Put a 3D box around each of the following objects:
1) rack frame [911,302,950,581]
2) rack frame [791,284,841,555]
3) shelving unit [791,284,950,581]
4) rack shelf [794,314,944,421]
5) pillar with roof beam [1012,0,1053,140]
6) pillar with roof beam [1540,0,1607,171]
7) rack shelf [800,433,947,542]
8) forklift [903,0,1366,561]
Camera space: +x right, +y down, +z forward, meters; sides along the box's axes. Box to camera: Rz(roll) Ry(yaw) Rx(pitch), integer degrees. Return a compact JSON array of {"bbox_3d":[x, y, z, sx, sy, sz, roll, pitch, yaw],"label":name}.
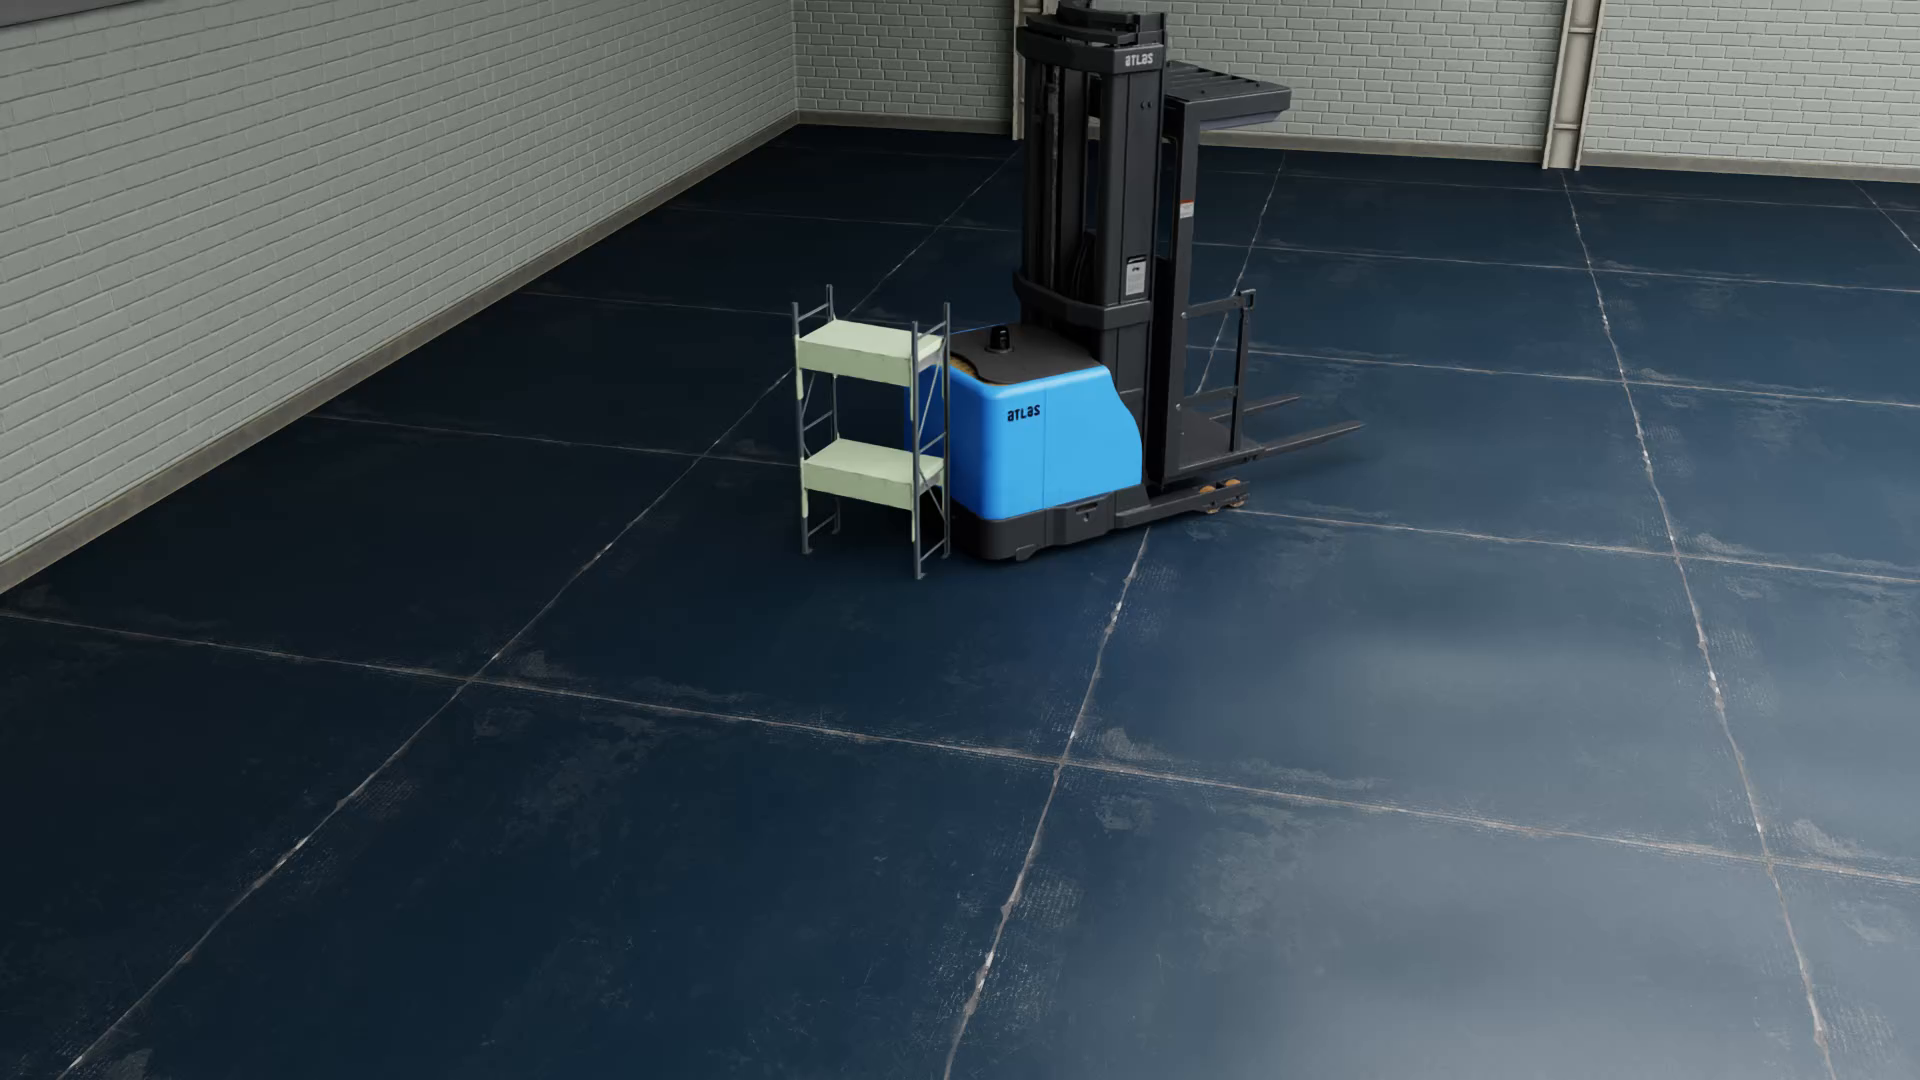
[{"bbox_3d":[-0.155,-0.527,9.112,0.023,1.500,0.400,12,28,24],"label":"rack frame"},{"bbox_3d":[-0.809,-0.668,9.409,0.023,1.500,0.400,12,28,24],"label":"rack frame"},{"bbox_3d":[-0.482,-0.598,9.261,0.755,1.500,0.431,12,28,24],"label":"shelving unit"},{"bbox_3d":[-0.482,-0.950,9.093,0.720,0.370,0.431,12,28,24],"label":"rack shelf"},{"bbox_3d":[-0.225,-7.061,14.112,0.400,9.000,9.100,6,26,13],"label":"pillar with roof beam"},{"bbox_3d":[5.585,-6.418,12.763,0.400,9.000,9.100,6,26,13],"label":"pillar with roof beam"},{"bbox_3d":[-0.482,-0.303,9.401,0.720,0.370,0.431,12,28,24],"label":"rack shelf"},{"bbox_3d":[1.178,-1.660,9.827,3.031,2.935,1.130,-15,29,-28],"label":"forklift"}]
